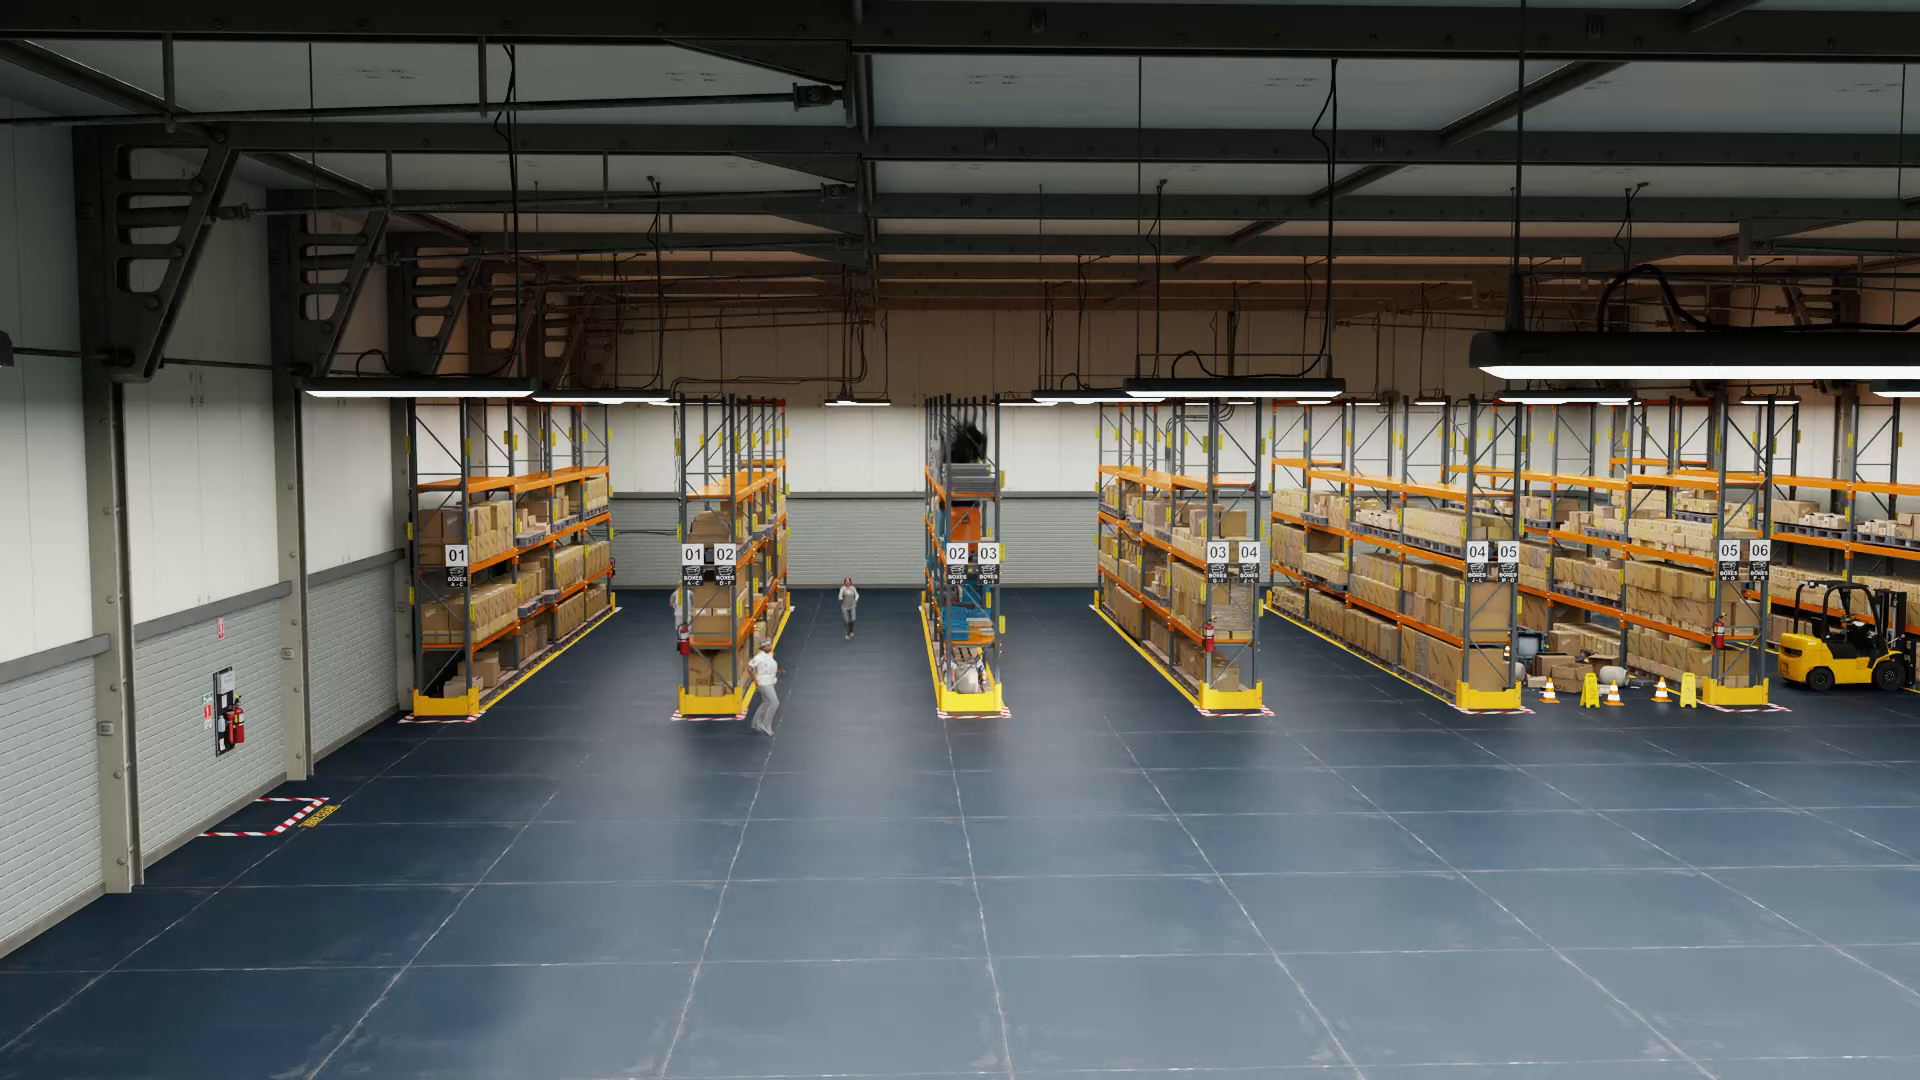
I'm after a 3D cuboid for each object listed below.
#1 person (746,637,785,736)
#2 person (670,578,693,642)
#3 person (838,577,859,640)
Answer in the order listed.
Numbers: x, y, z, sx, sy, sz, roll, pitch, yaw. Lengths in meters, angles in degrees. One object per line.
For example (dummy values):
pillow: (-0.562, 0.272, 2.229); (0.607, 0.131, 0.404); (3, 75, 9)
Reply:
person: (-3.394, 2.573, 29.256); (0.717, 1.734, 0.546); (2, 5, 21)
person: (-6.428, 1.794, 38.604); (0.608, 1.816, 0.747); (0, 5, -3)
person: (-2.733, 1.690, 40.975); (0.519, 1.564, 0.580); (-1, 5, -10)
